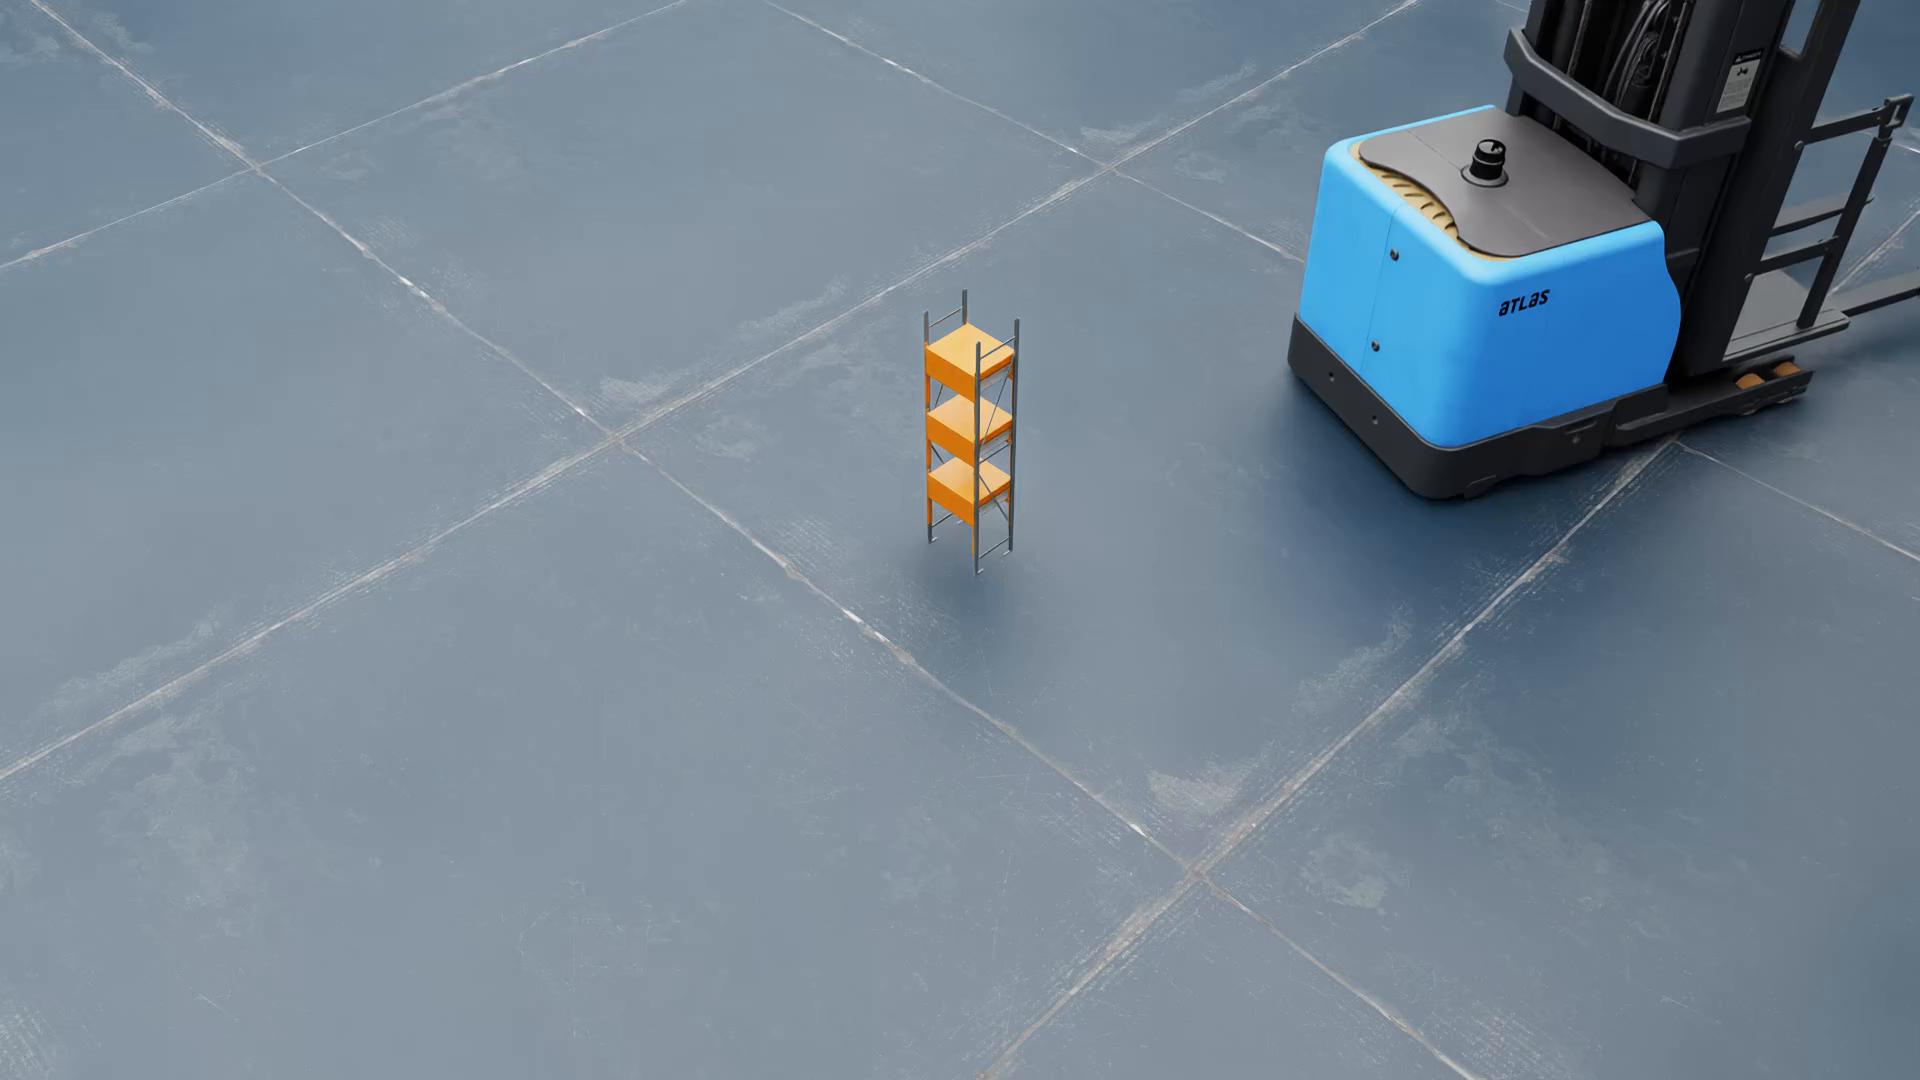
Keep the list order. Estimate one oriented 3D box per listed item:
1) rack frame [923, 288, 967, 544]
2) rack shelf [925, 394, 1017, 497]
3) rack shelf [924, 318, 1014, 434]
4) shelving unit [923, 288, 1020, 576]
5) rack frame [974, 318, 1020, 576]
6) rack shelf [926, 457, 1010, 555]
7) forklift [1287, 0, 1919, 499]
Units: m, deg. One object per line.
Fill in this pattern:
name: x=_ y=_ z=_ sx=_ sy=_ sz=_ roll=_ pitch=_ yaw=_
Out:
rack frame: x=-0.048 y=-0.418 z=5.929 sx=0.200 sy=1.050 sz=0.008 roll=-34 pitch=53 yaw=-31
rack shelf: x=0.038 y=-0.352 z=5.873 sx=0.215 sy=0.259 sz=0.240 roll=-34 pitch=53 yaw=-31
rack shelf: x=0.038 y=-0.561 z=5.680 sx=0.215 sy=0.259 sz=0.240 roll=-34 pitch=53 yaw=-31
shelving unit: x=0.038 y=-0.360 z=5.866 sx=0.215 sy=1.050 sz=0.252 roll=-34 pitch=53 yaw=-31
rack frame: x=0.124 y=-0.301 z=5.802 sx=0.200 sy=1.050 sz=0.008 roll=-34 pitch=53 yaw=-31
rack shelf: x=0.038 y=-0.148 z=6.062 sx=0.215 sy=0.259 sz=0.240 roll=-34 pitch=53 yaw=-31
forklift: x=2.931 y=-1.899 z=6.146 sx=3.031 sy=2.935 sz=1.130 roll=-17 pitch=45 yaw=-17
